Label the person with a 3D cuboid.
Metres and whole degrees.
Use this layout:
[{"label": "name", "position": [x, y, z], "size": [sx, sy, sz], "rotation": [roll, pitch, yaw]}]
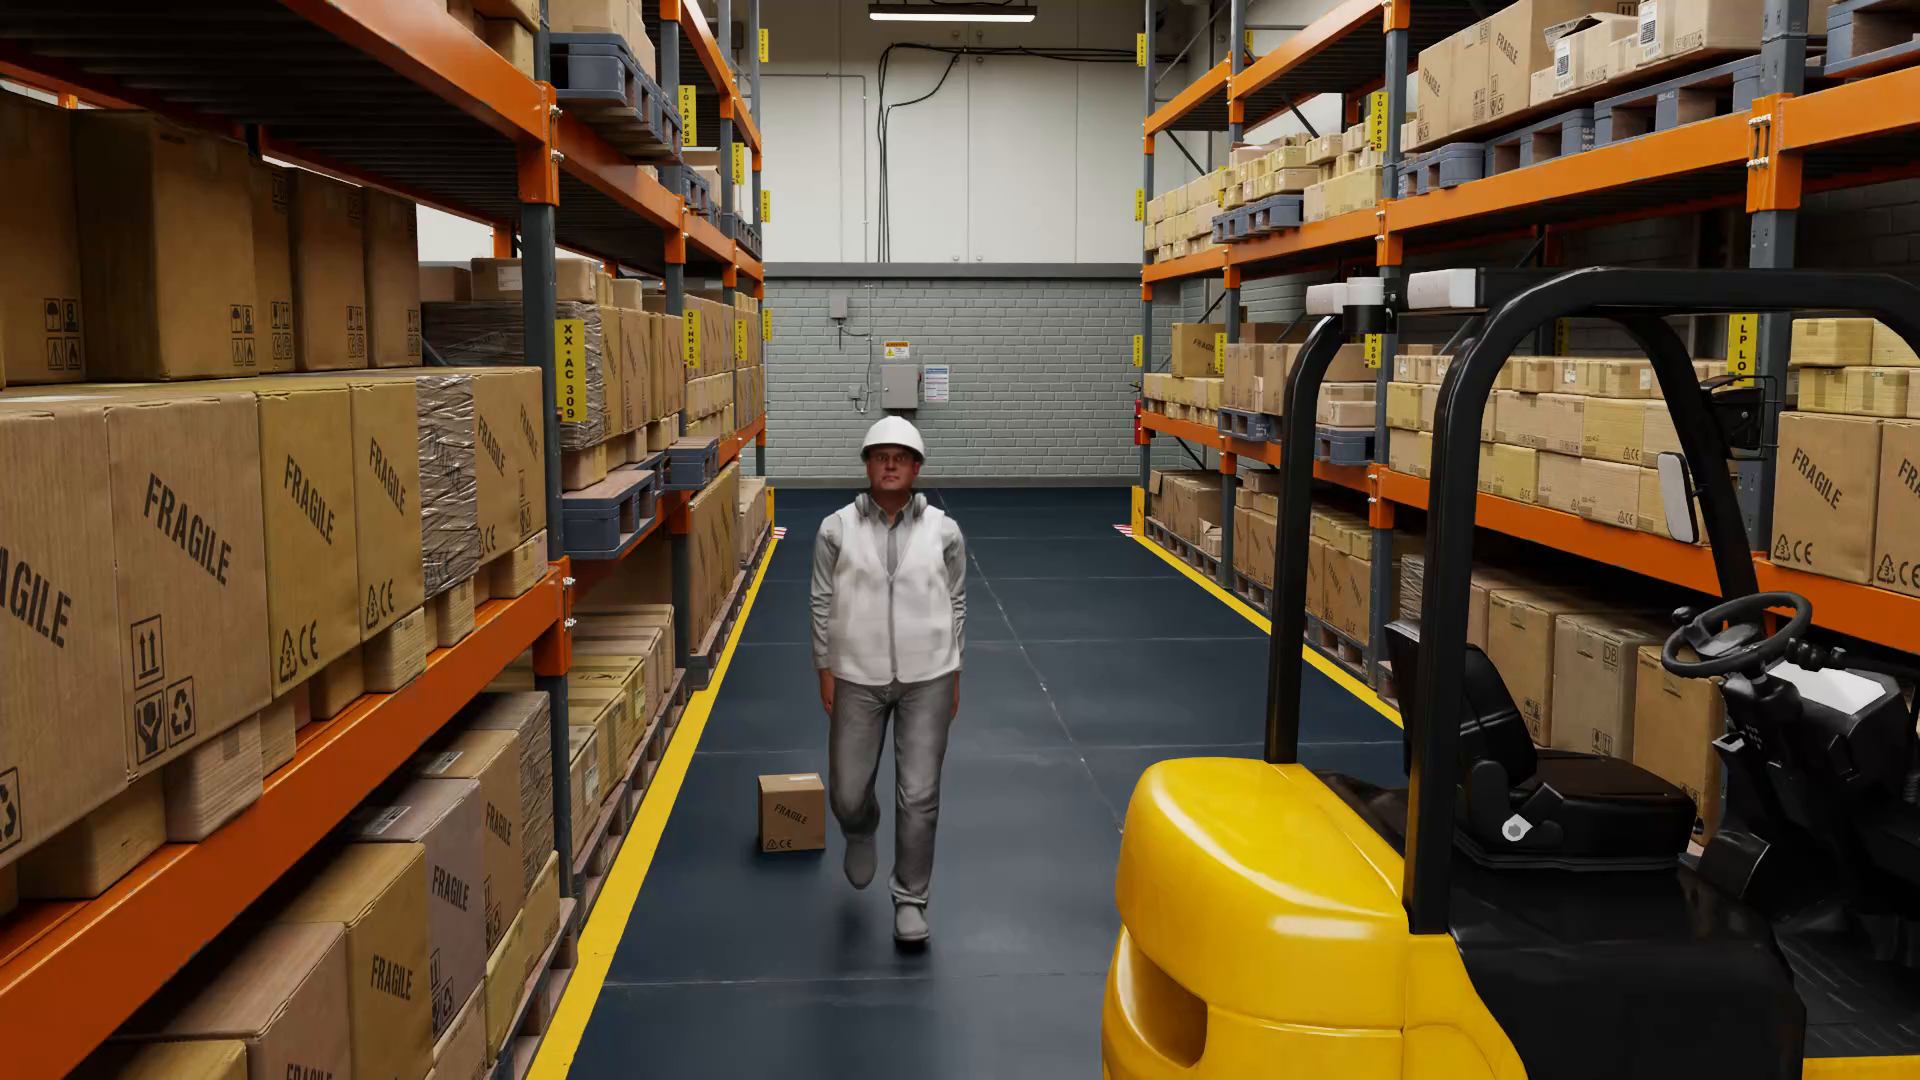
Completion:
[{"label": "person", "position": [-0.244, 0.454, 5.709], "size": [0.537, 1.757, 0.623], "rotation": [-1, 7, -4]}]
